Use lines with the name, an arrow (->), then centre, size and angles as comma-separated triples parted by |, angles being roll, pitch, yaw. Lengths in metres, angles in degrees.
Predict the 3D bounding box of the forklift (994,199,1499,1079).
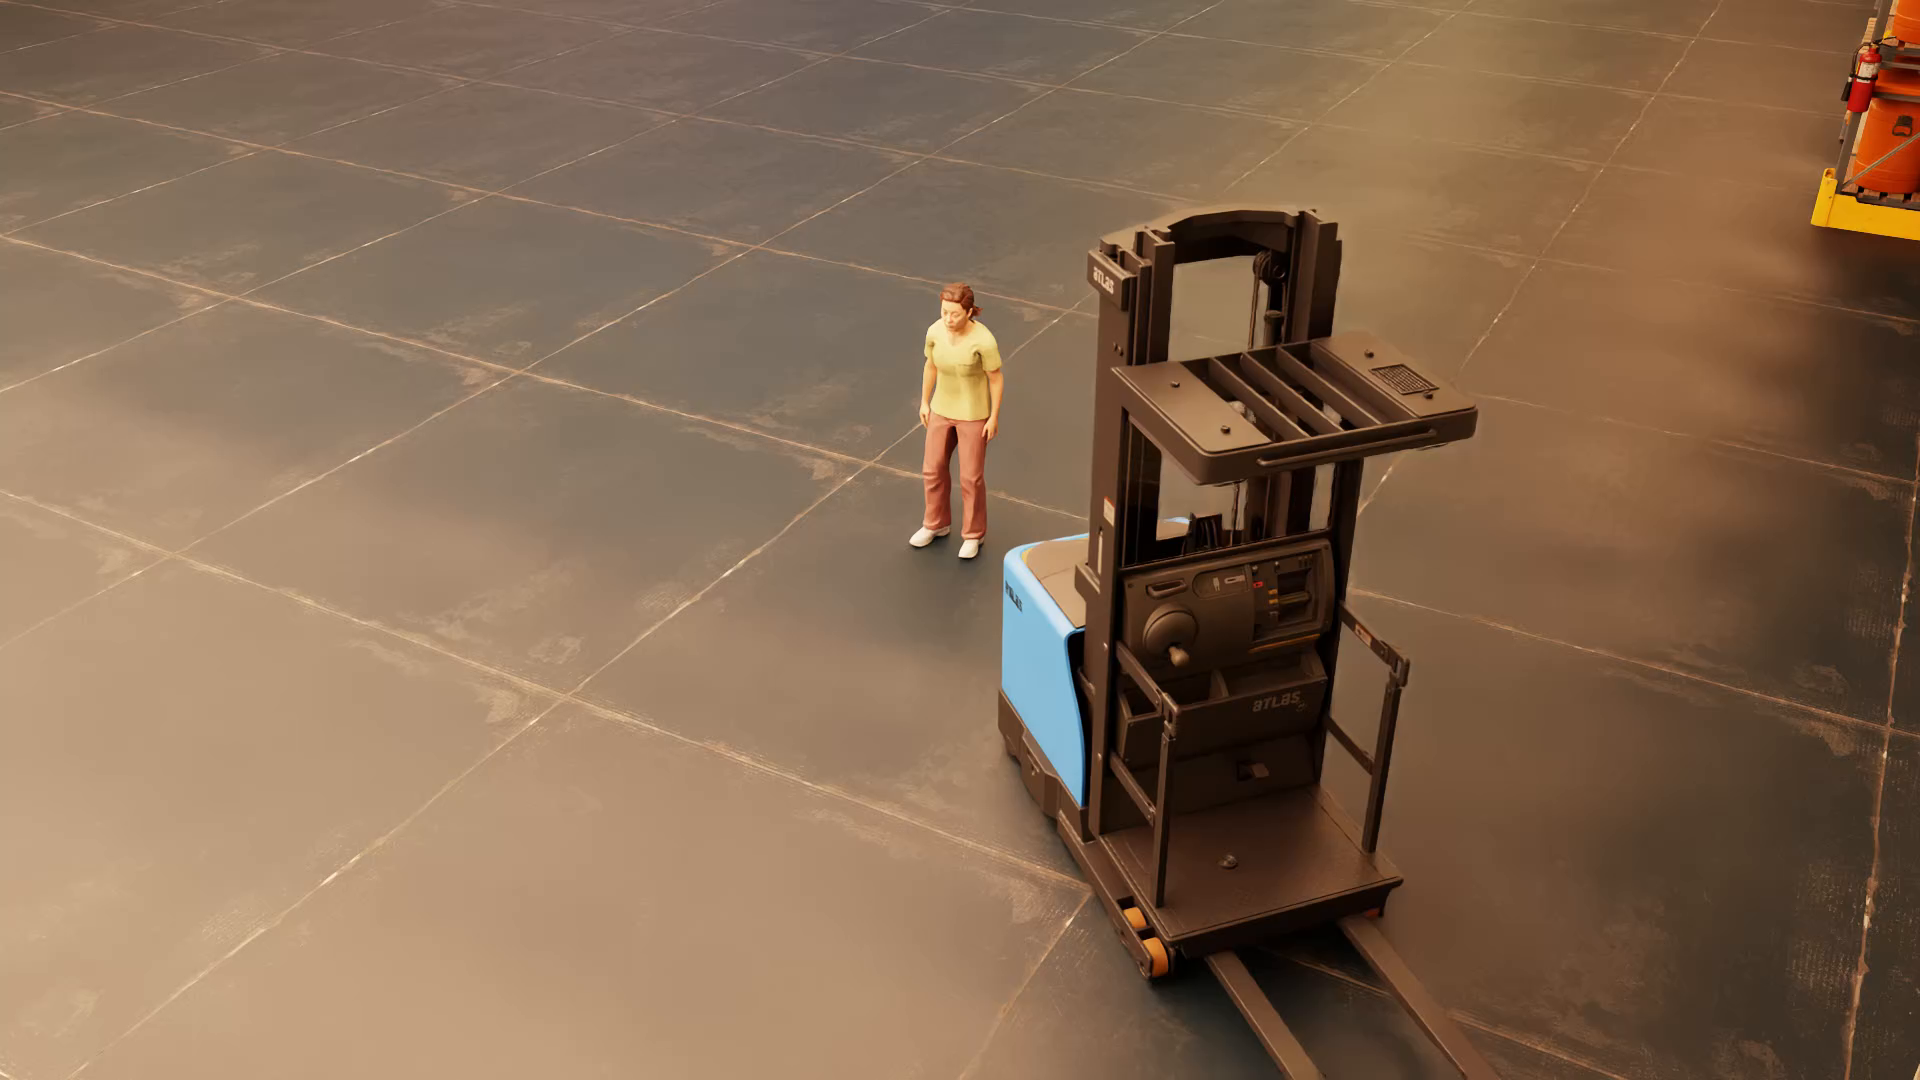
forklift -> 1.151, 0.283, 6.580 | 1.130, 2.935, 3.031 | -10, 32, -17

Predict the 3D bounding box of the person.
person -> -0.011, -0.705, 9.552 | 0.502, 1.672, 0.361 | 14, 33, 23
